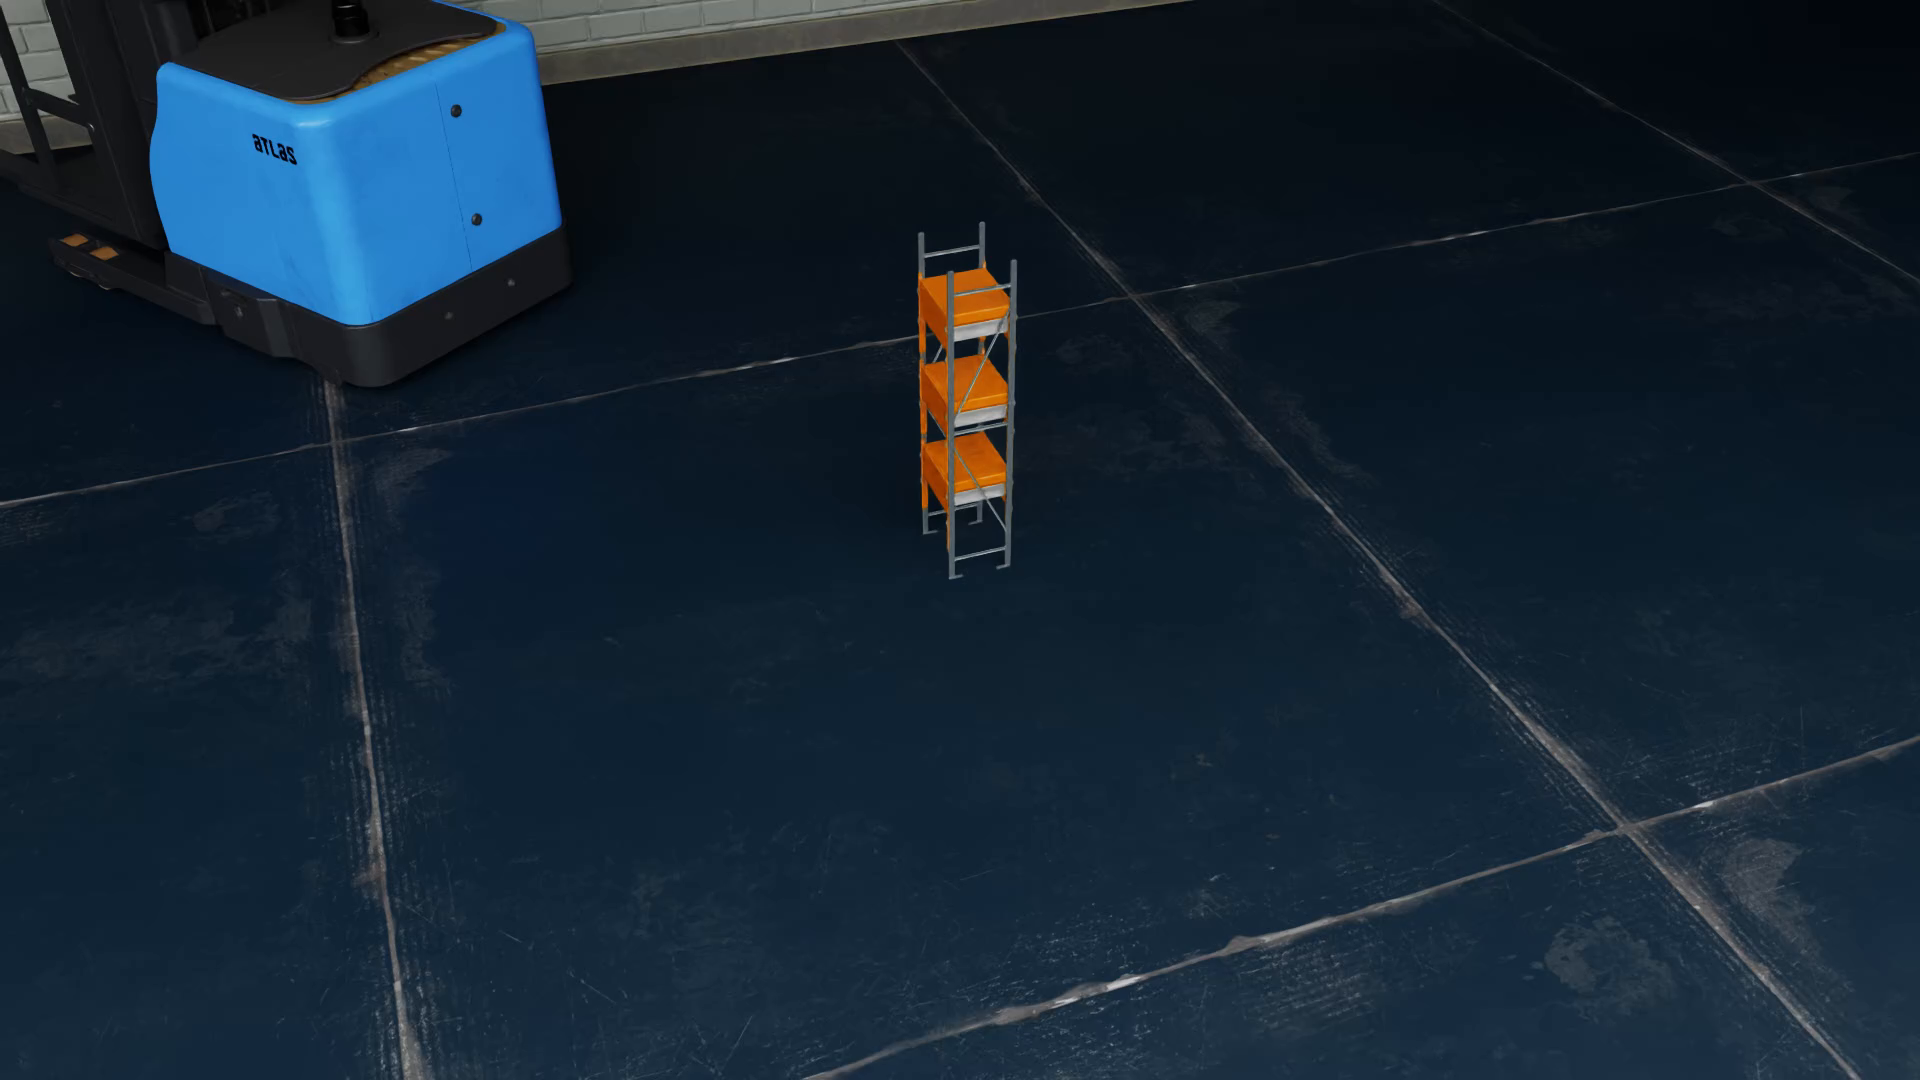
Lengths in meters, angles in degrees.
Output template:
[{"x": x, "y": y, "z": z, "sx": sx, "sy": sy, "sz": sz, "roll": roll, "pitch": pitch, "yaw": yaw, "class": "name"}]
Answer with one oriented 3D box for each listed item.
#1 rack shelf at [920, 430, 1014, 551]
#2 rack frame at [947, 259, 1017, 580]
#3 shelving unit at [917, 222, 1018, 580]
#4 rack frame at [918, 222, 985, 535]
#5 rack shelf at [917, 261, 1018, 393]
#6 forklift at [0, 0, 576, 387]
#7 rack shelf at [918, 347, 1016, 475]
[{"x": 0.018, "y": -0.159, "z": 5.068, "sx": 0.215, "sy": 0.259, "sz": 0.240, "roll": -12, "pitch": 39, "yaw": -16, "class": "rack shelf"}, {"x": 0.060, "y": -0.320, "z": 4.803, "sx": 0.200, "sy": 1.050, "sz": 0.008, "roll": -12, "pitch": 39, "yaw": -16, "class": "rack frame"}, {"x": 0.018, "y": -0.389, "z": 4.894, "sx": 0.215, "sy": 1.050, "sz": 0.252, "roll": -12, "pitch": 39, "yaw": -16, "class": "shelving unit"}, {"x": -0.024, "y": -0.458, "z": 4.985, "sx": 0.200, "sy": 1.050, "sz": 0.008, "roll": -12, "pitch": 39, "yaw": -16, "class": "rack frame"}, {"x": 0.018, "y": -0.607, "z": 4.730, "sx": 0.215, "sy": 0.259, "sz": 0.240, "roll": -12, "pitch": 39, "yaw": -16, "class": "rack shelf"}, {"x": -3.006, "y": -2.396, "z": 5.995, "sx": 3.031, "sy": 2.935, "sz": 1.130, "roll": 22, "pitch": 42, "yaw": 27, "class": "forklift"}, {"x": 0.018, "y": -0.381, "z": 4.900, "sx": 0.215, "sy": 0.259, "sz": 0.240, "roll": -12, "pitch": 39, "yaw": -16, "class": "rack shelf"}]
